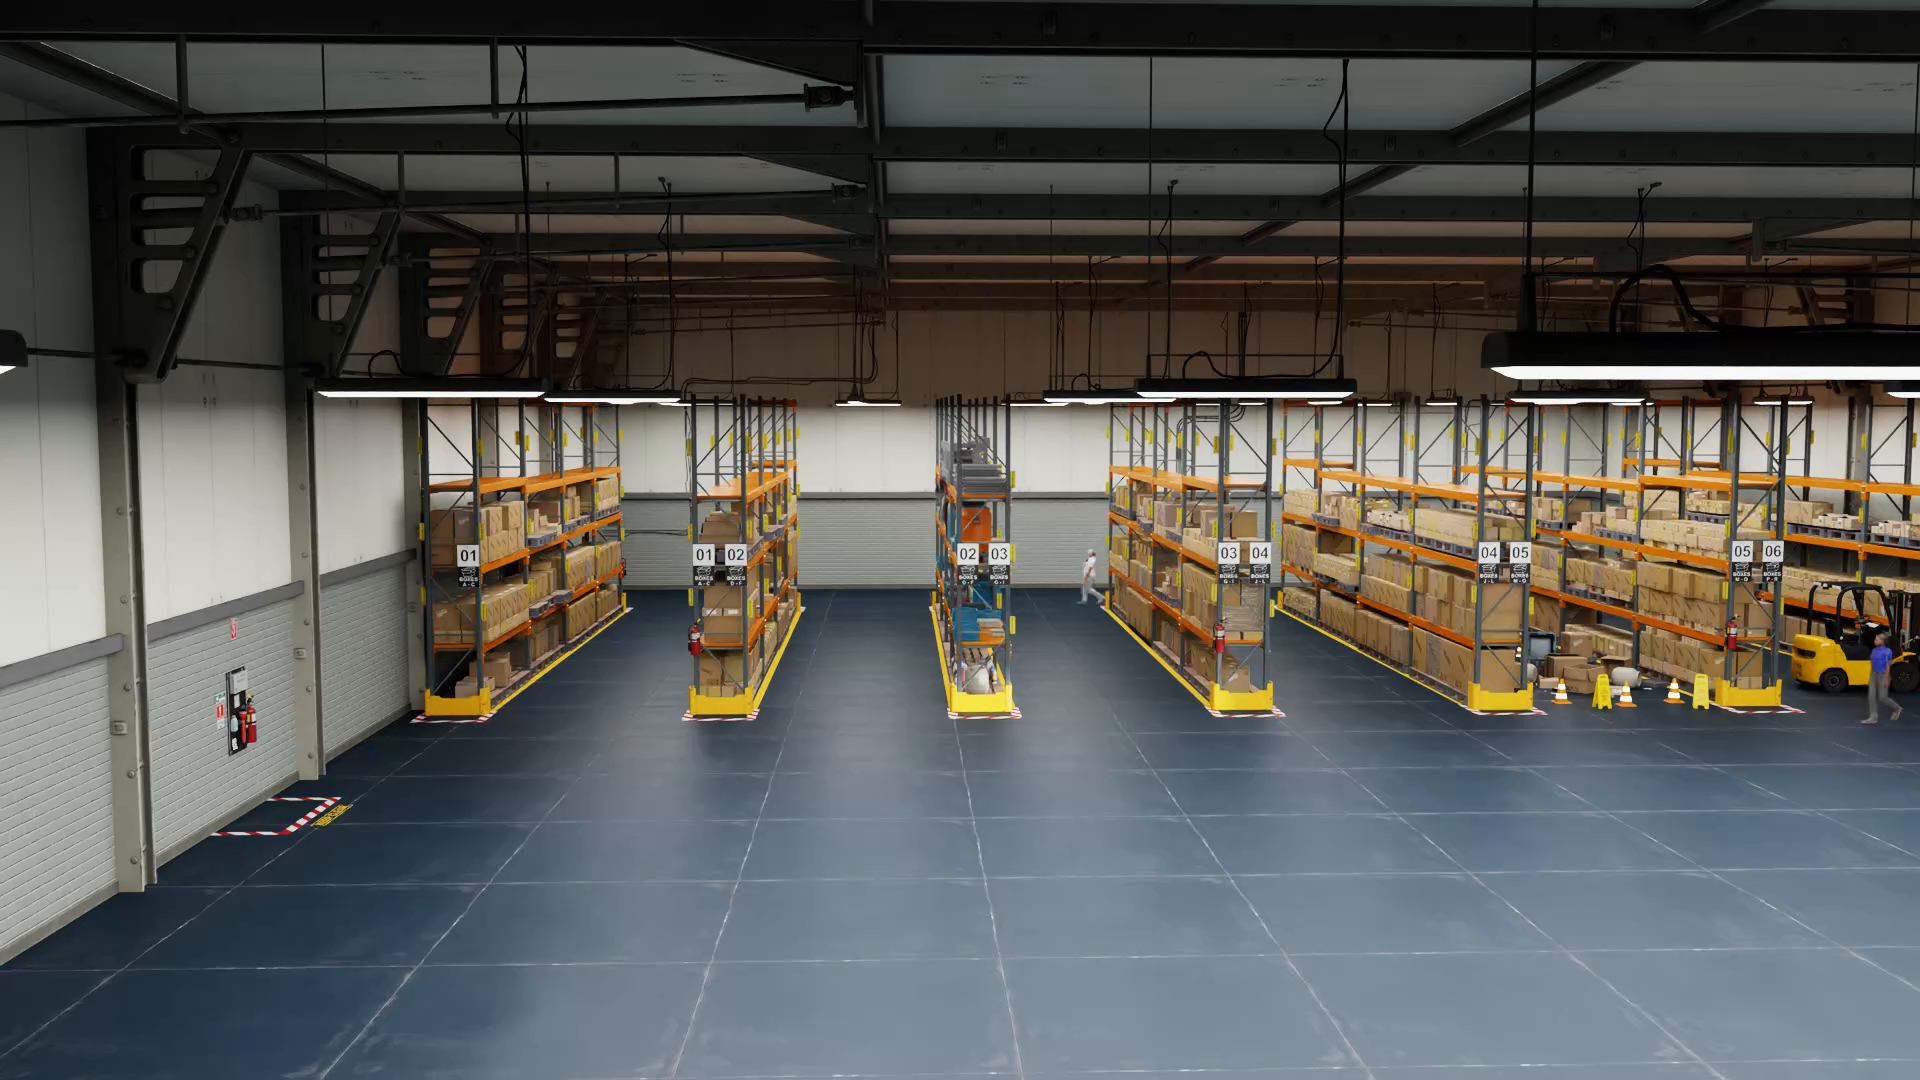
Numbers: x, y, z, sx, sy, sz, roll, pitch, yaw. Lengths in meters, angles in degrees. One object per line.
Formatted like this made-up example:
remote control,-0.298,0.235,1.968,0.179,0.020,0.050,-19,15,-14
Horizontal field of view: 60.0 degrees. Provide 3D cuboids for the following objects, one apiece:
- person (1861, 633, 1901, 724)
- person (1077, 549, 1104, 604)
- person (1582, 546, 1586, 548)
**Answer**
person,16.719,2.519,30.167,0.629,1.636,0.447,-1,5,-17
person,3.814,1.077,48.611,0.834,1.626,0.536,1,5,15
person,18.061,1.050,48.329,0.552,1.737,0.866,2,5,27
